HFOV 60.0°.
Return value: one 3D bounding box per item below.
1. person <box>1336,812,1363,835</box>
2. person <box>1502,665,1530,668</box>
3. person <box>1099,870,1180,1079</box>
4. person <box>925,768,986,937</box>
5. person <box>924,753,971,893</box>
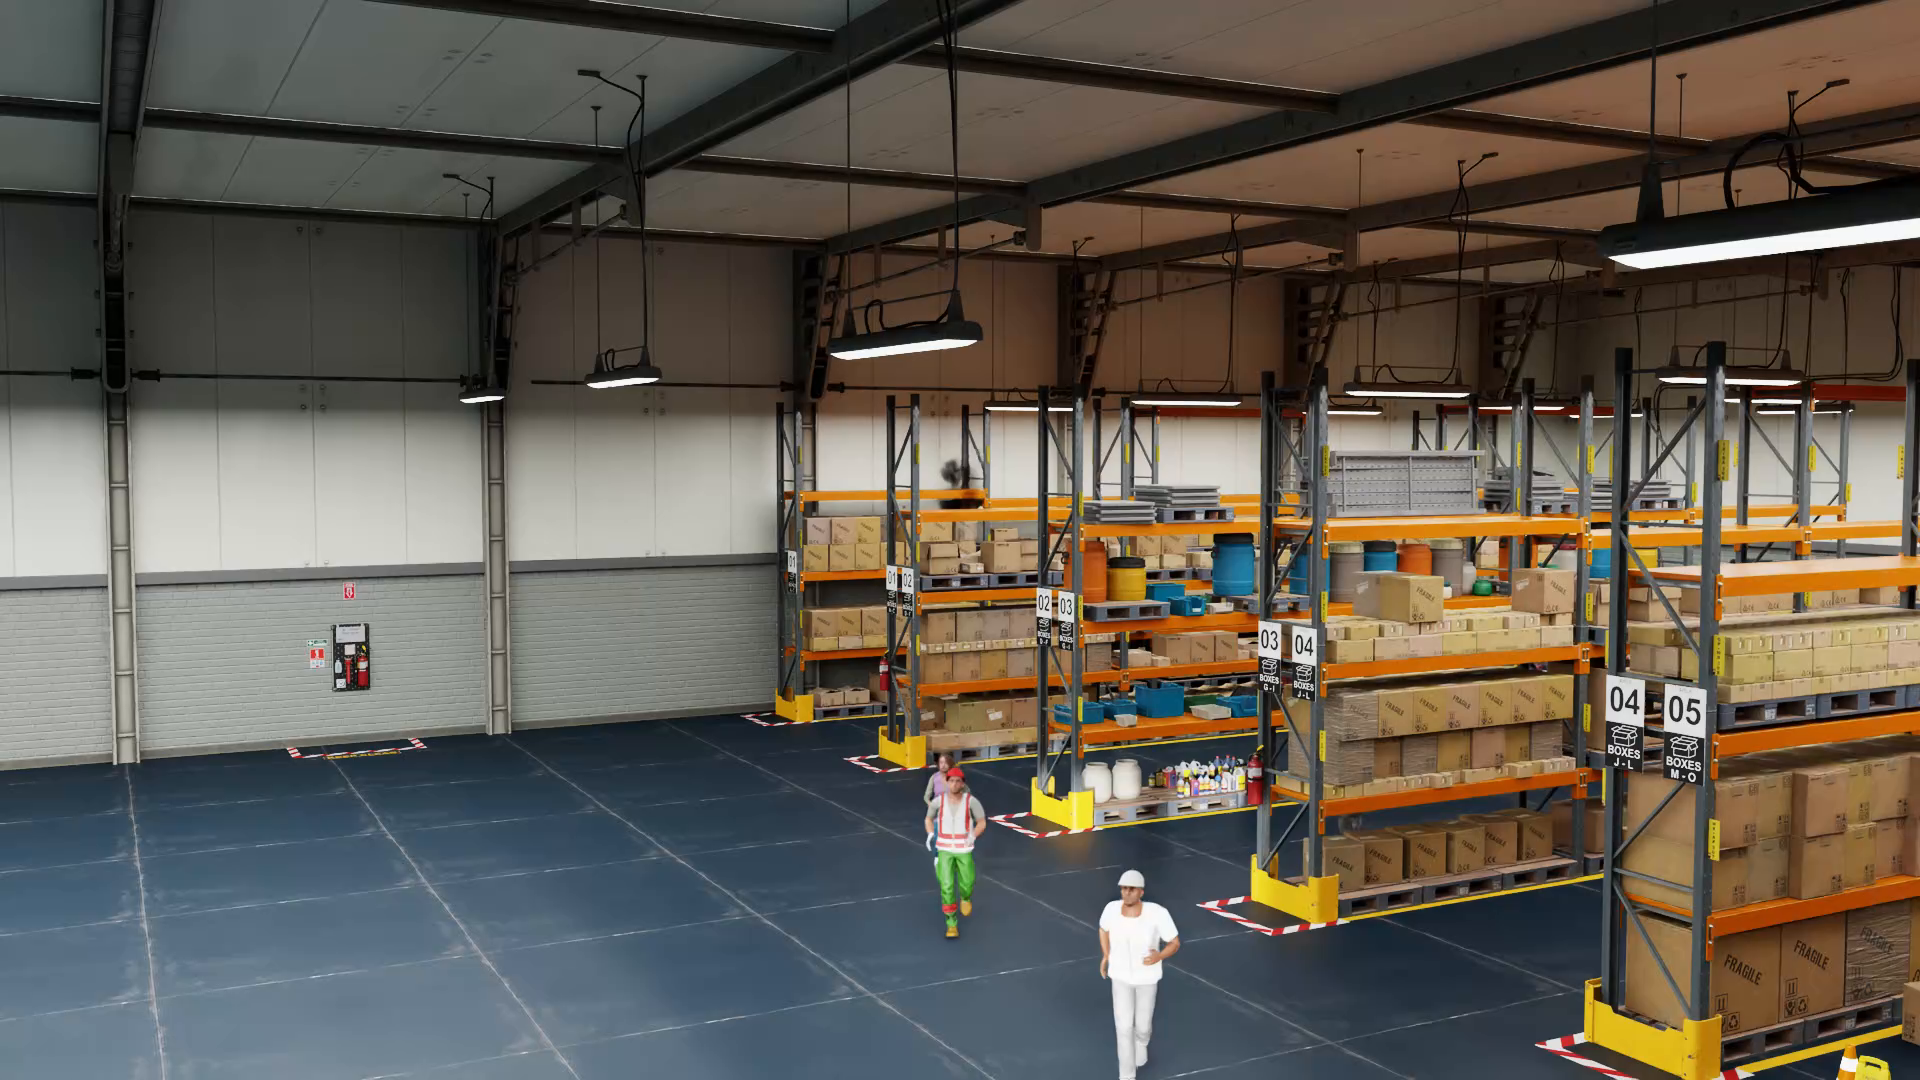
[{"bbox_3d":[5.062,3.124,21.559,0.672,1.671,0.582,-2,4,-38],"label":"person"},{"bbox_3d":[10.231,2.551,30.806,0.627,1.729,0.700,-2,4,-37],"label":"person"},{"bbox_3d":[1.424,3.525,13.368,0.685,1.776,0.905,1,3,14],"label":"person"},{"bbox_3d":[-0.056,3.290,17.692,0.661,1.745,0.754,0,3,4],"label":"person"},{"bbox_3d":[-0.146,3.282,19.521,0.547,1.594,0.782,0,3,4],"label":"person"}]
